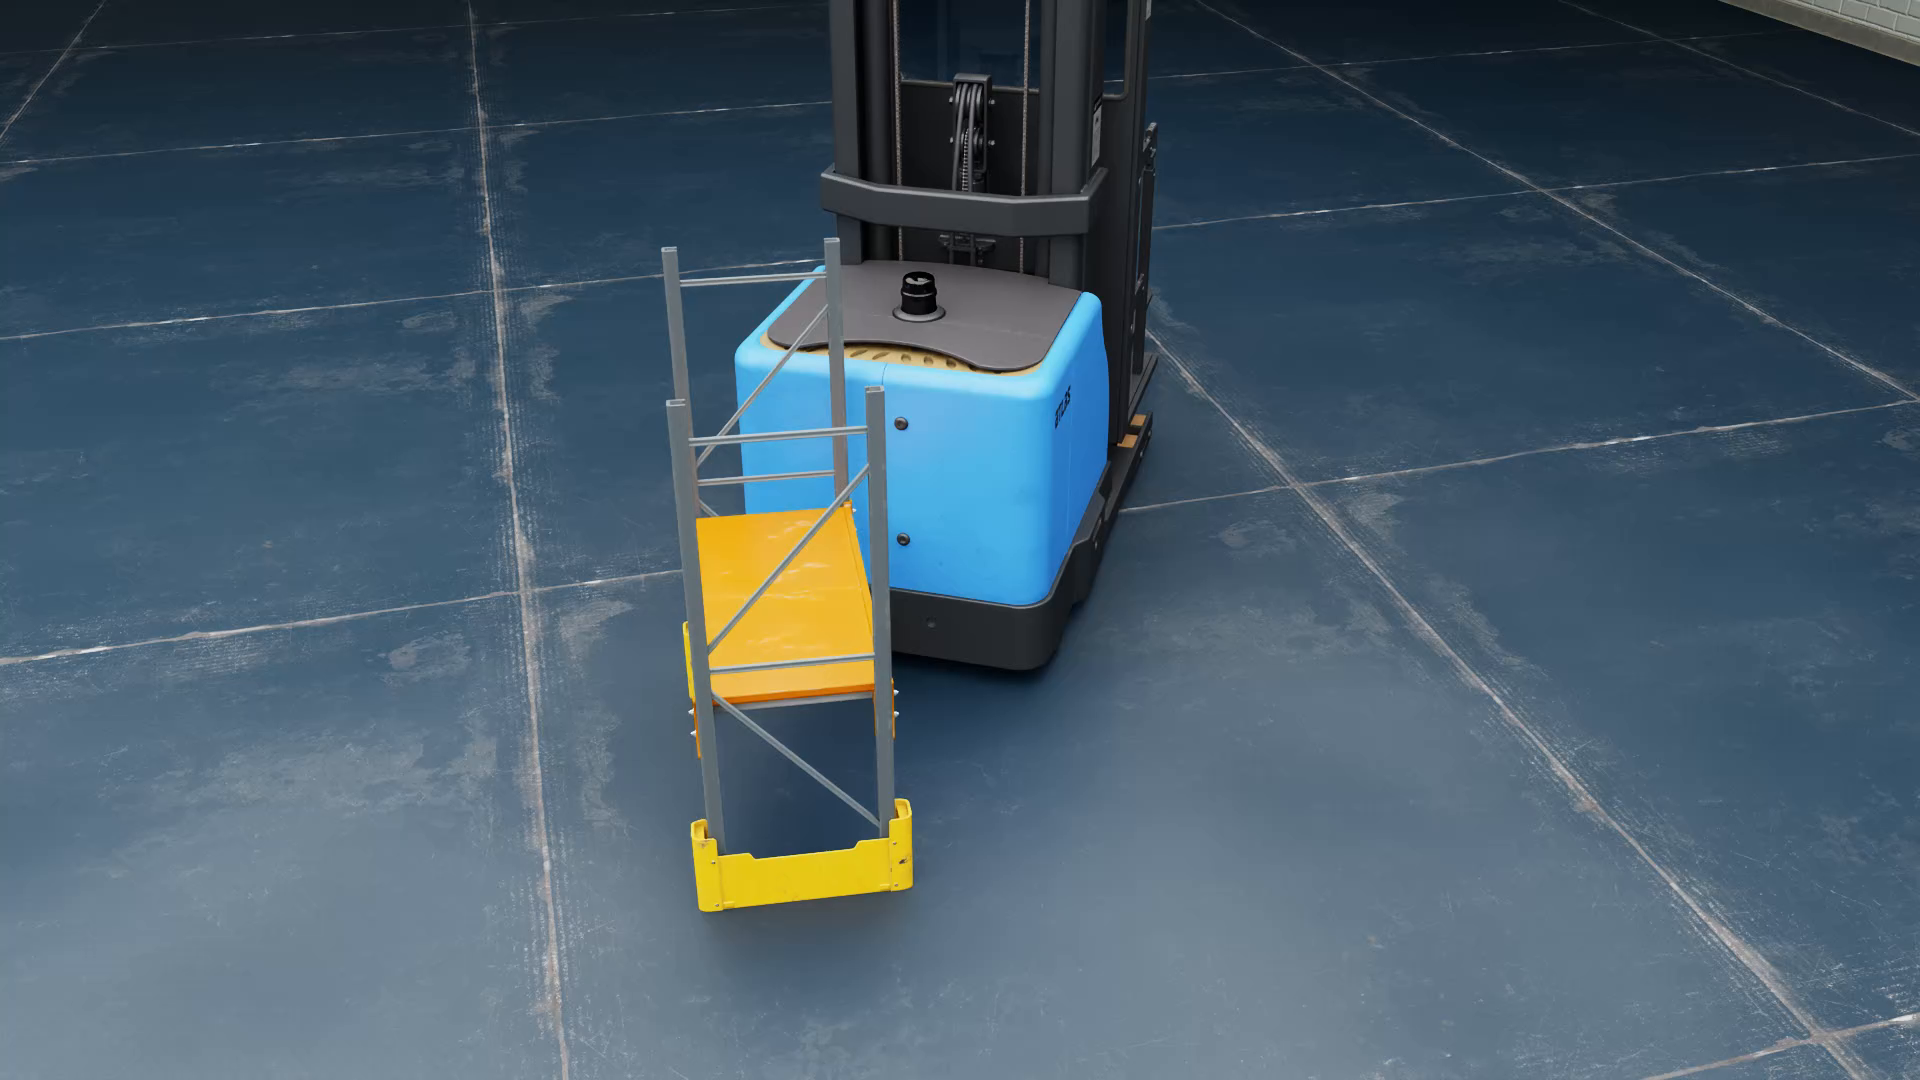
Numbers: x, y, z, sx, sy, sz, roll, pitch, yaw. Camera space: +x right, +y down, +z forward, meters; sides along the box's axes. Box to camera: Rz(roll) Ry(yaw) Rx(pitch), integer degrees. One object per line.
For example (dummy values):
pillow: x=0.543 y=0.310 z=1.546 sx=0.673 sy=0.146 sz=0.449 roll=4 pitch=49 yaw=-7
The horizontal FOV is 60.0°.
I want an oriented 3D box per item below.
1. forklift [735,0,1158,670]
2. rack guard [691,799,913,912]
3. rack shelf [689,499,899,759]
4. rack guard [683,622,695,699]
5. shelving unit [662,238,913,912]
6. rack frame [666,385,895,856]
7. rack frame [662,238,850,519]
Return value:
forklift: x=0.169 y=-1.573 z=6.041 sx=1.130 sy=2.935 sz=3.031 roll=8 pitch=31 yaw=13
rack guard: x=-0.424 y=0.857 z=4.520 sx=0.587 sy=0.250 sz=0.087 roll=-5 pitch=30 yaw=-8
rack shelf: x=-0.507 y=0.221 z=4.730 sx=0.538 sy=0.185 sz=1.000 roll=-5 pitch=30 yaw=-8
rack guard: x=-0.587 y=0.364 z=5.371 sx=0.587 sy=0.250 sz=0.087 roll=-5 pitch=30 yaw=-8
shelving unit: x=-0.505 y=0.070 z=4.633 sx=0.587 sy=1.500 sz=1.083 roll=-5 pitch=30 yaw=-8
rack frame: x=-0.424 y=0.316 z=4.206 sx=0.500 sy=1.500 sz=0.032 roll=-5 pitch=30 yaw=-8
rack frame: x=-0.590 y=-0.186 z=5.074 sx=0.500 sy=1.500 sz=0.032 roll=-5 pitch=30 yaw=-8
